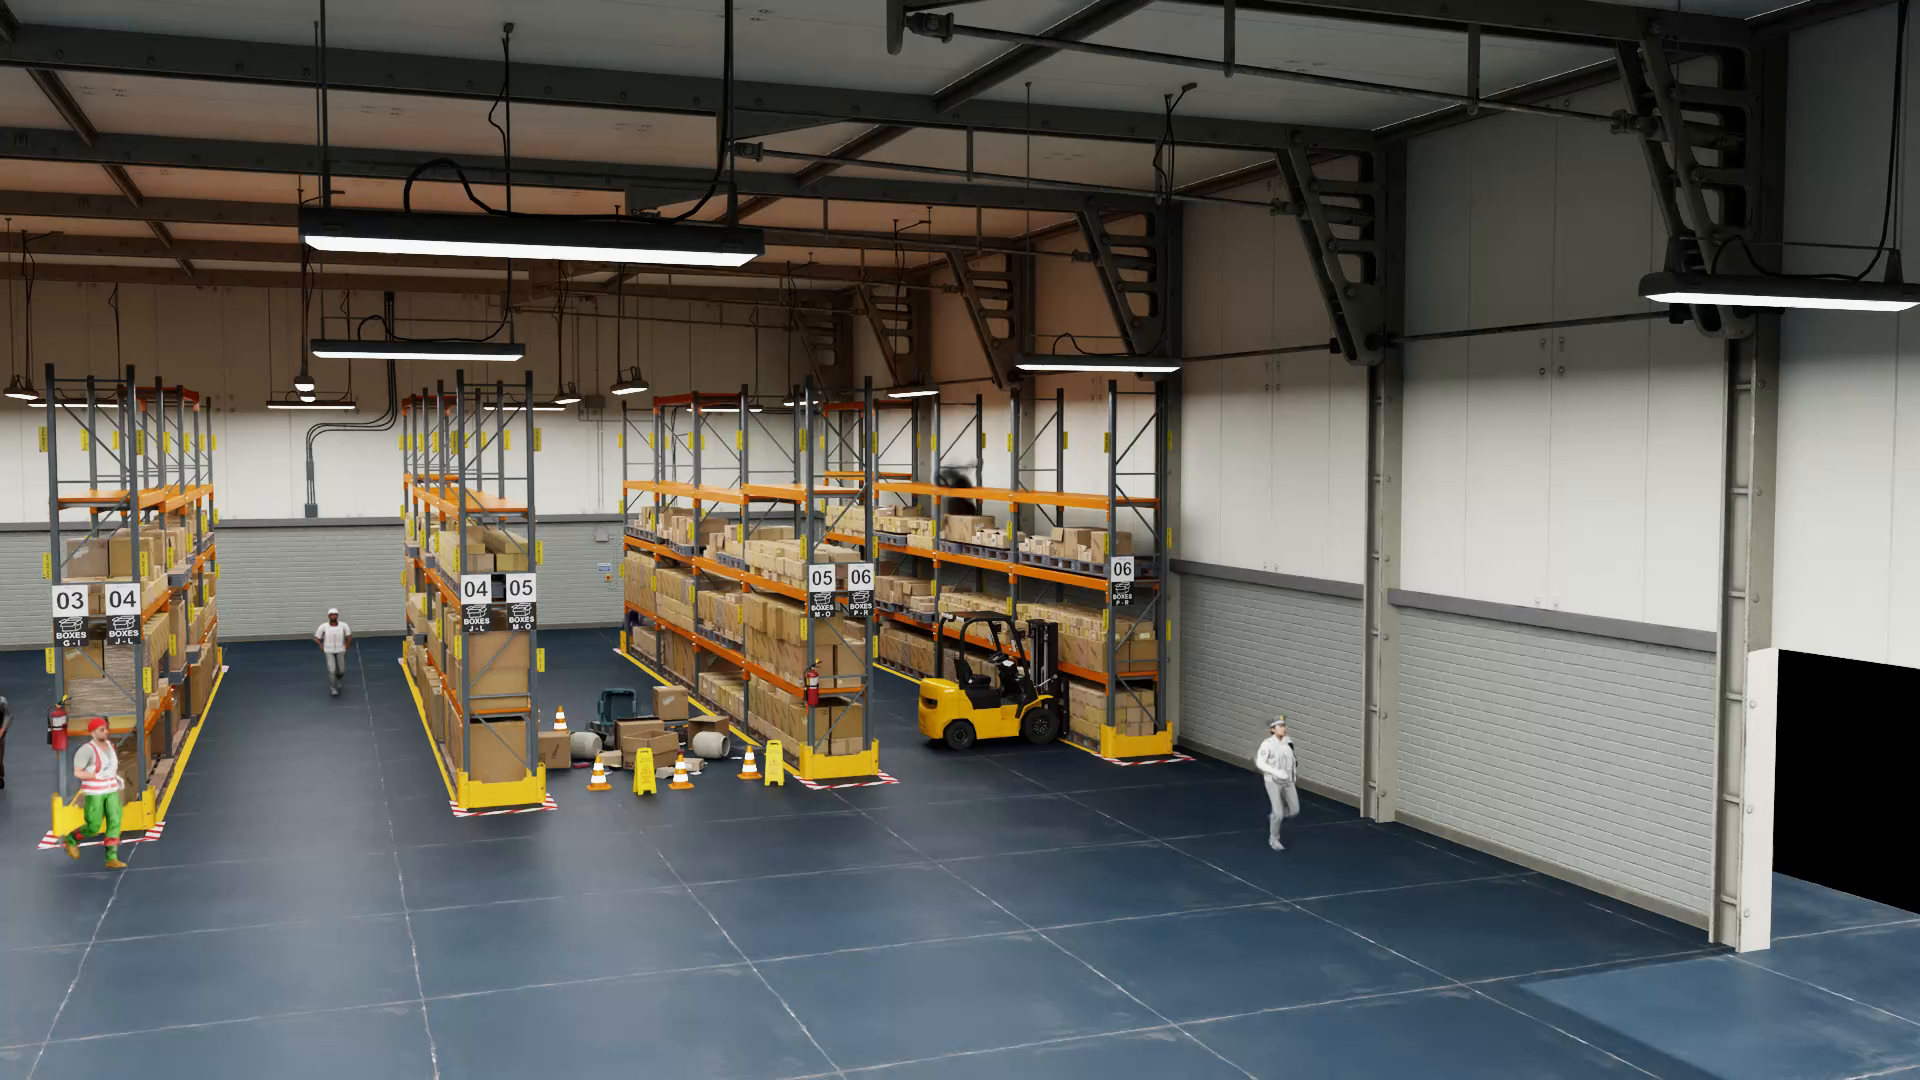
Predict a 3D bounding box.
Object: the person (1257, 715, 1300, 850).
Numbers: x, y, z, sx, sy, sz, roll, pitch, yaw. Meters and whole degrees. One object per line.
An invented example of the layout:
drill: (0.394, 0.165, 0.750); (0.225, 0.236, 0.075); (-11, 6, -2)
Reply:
person: (3.944, 2.978, 20.496); (0.658, 1.665, 0.561); (-2, 4, -28)

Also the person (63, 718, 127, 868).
person: (-10.143, 2.970, 19.550); (0.871, 1.767, 0.661); (1, 4, 21)

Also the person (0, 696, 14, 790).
person: (-13.693, 2.793, 23.402); (0.670, 1.695, 0.617); (-2, 4, -26)

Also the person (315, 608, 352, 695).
person: (-12.443, 2.211, 33.045); (0.698, 1.718, 0.599); (-2, 4, -27)

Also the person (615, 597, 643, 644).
person: (-8.113, 1.775, 41.015); (0.887, 1.631, 0.693); (0, 3, 0)
